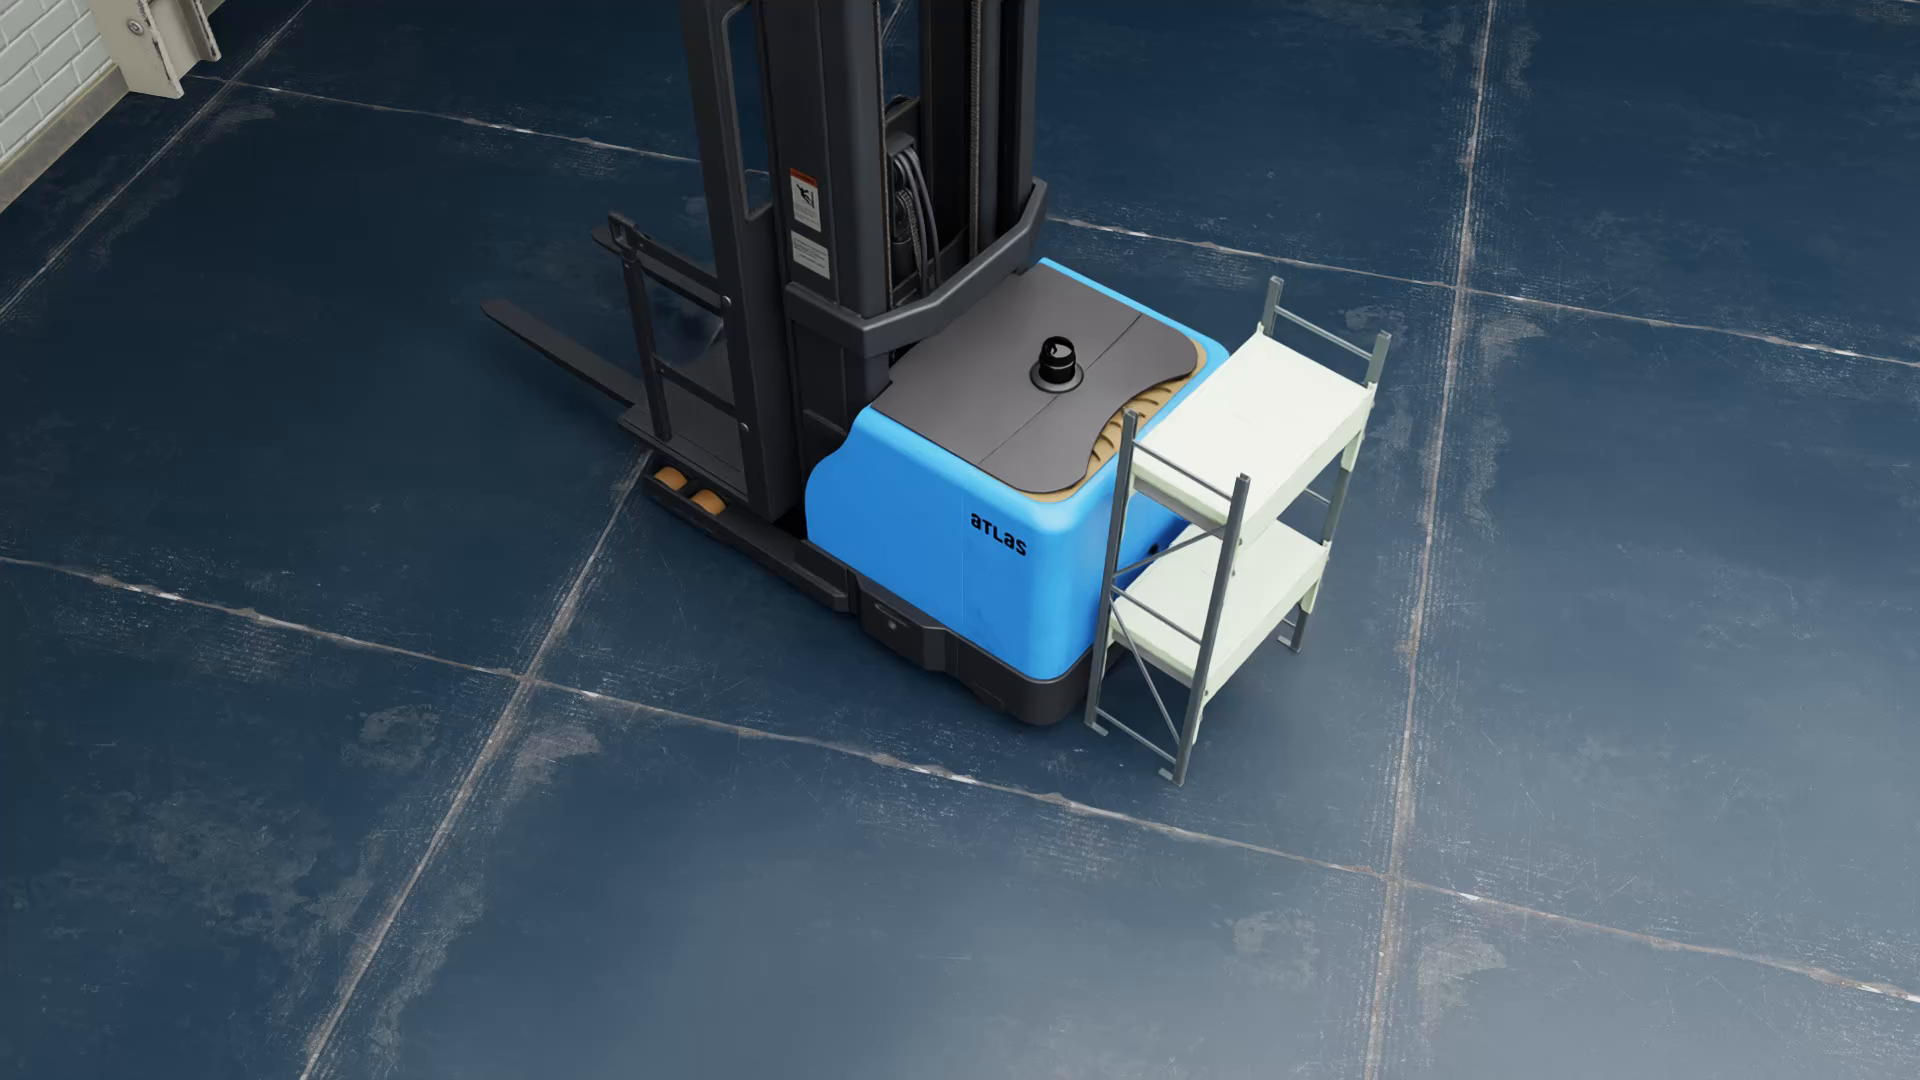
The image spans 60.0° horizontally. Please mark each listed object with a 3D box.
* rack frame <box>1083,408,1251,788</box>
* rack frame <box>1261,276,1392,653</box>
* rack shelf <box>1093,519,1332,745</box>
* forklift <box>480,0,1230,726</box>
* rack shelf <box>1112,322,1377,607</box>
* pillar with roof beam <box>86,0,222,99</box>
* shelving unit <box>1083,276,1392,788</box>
[{"bbox_3d":[0.596,0.231,5.039,0.400,1.500,0.023,33,56,24],"label":"rack frame"},{"bbox_3d":[1.064,-0.192,5.412,0.400,1.500,0.023,33,56,24],"label":"rack frame"},{"bbox_3d":[0.824,0.231,5.473,0.431,0.370,0.720,33,56,24],"label":"rack shelf"},{"bbox_3d":[-0.572,-1.276,5.422,3.031,2.935,1.130,31,55,24],"label":"forklift"},{"bbox_3d":[0.837,-0.234,4.929,0.431,0.370,0.720,33,56,24],"label":"rack shelf"},{"bbox_3d":[0.221,-4.466,4.190,9.100,9.000,0.400,12,50,10],"label":"pillar with roof beam"},{"bbox_3d":[0.830,0.019,5.225,0.431,1.500,0.755,33,56,24],"label":"shelving unit"}]
